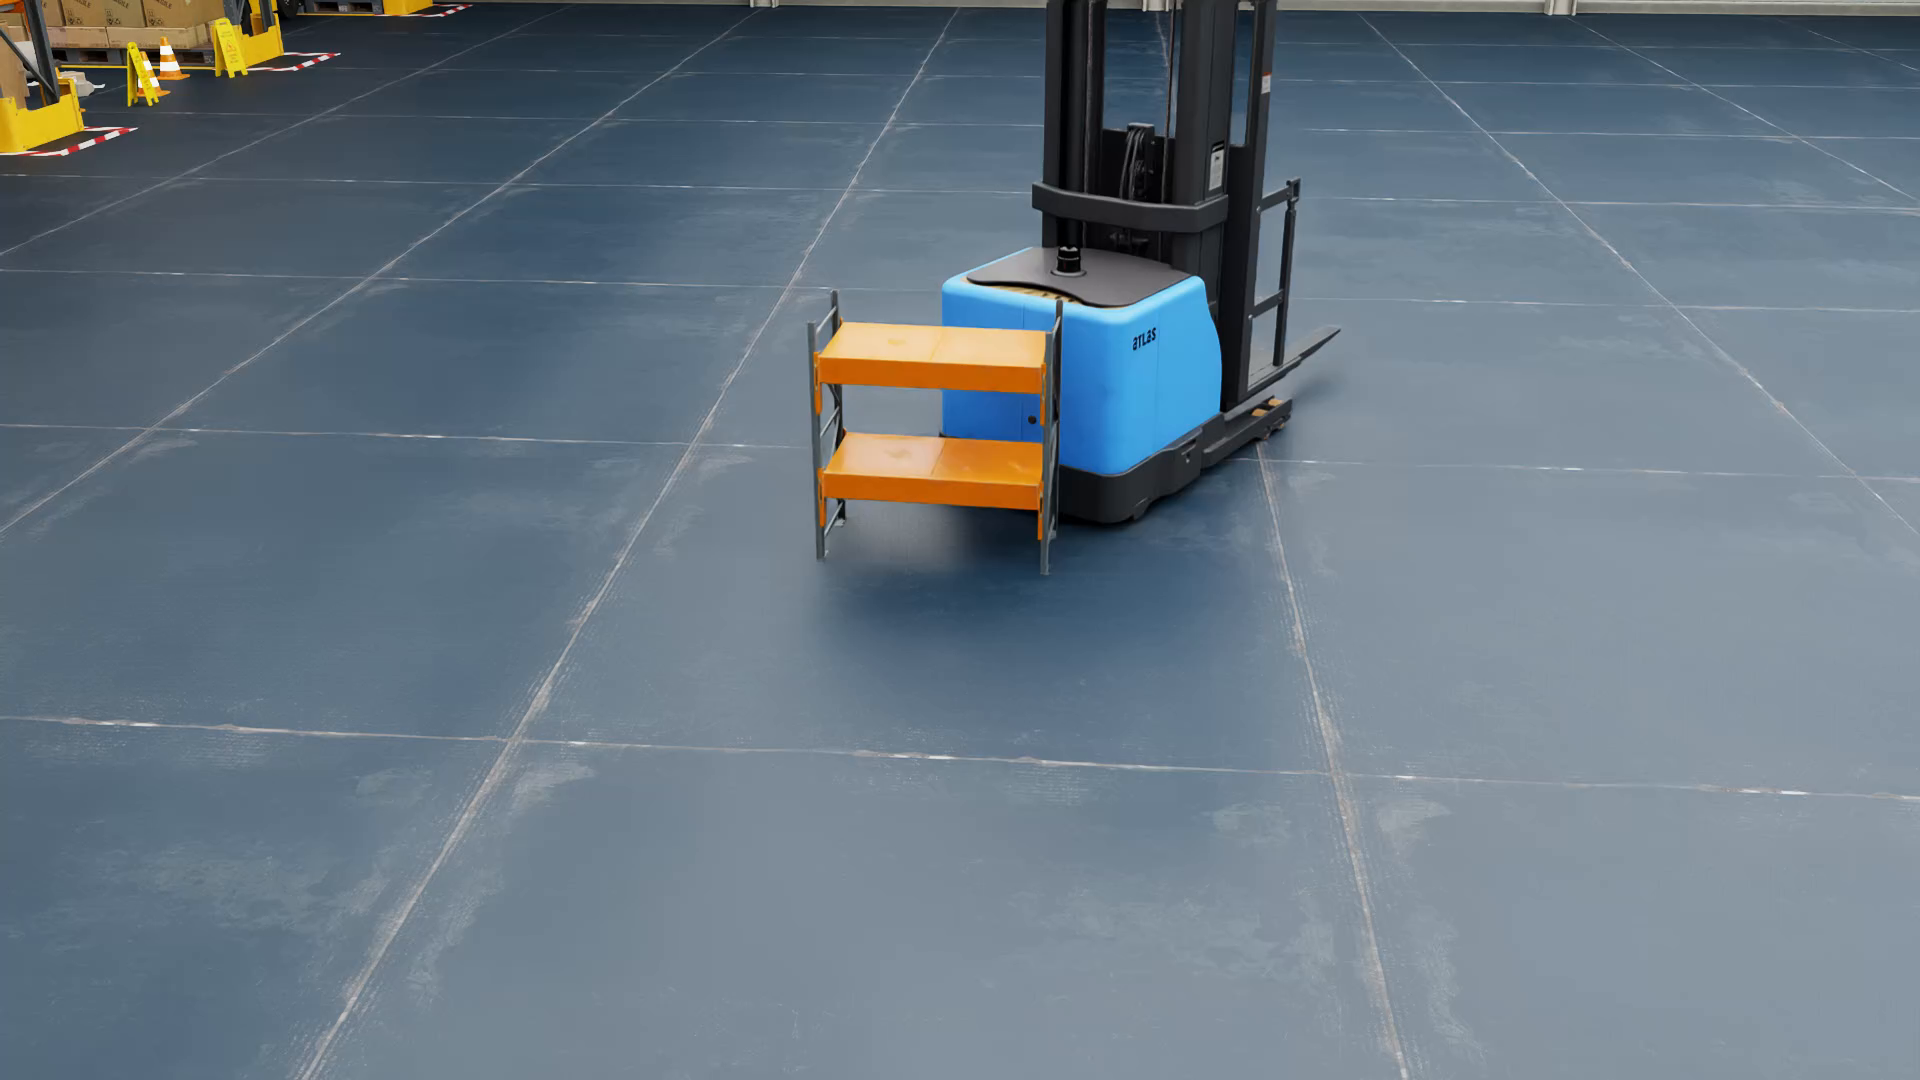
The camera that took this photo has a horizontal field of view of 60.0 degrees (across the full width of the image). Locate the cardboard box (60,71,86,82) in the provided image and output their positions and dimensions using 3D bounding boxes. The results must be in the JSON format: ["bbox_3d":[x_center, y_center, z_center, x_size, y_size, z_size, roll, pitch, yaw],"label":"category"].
[{"bbox_3d":[-10.210,-5.233,18.945,0.250,0.149,0.380,16,29,31],"label":"cardboard box"}]

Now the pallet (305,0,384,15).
[{"bbox_3d":[-9.139,-8.137,25.182,1.213,0.211,1.003,2,25,4],"label":"pallet"}]

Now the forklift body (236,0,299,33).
[{"bbox_3d":[-10.403,-8.312,23.240,1.214,2.155,2.313,2,25,4],"label":"forklift body"}]

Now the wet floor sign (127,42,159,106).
[{"bbox_3d":[-8.847,-5.017,17.880,0.232,0.644,0.267,-2,25,-5],"label":"wet floor sign"}]

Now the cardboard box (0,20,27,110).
[{"bbox_3d":[-9.709,-4.481,15.940,0.875,0.875,0.875,2,25,4],"label":"cardboard box"}]

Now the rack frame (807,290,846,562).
[{"bbox_3d":[-0.598,-0.516,7.526,0.032,1.125,0.500,4,25,8],"label":"rack frame"}]

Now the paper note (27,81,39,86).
[{"bbox_3d":[-10.680,-5.264,19.168,0.142,0.019,0.148,11,27,22],"label":"paper note"}]

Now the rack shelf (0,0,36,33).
[{"bbox_3d":[-11.022,-4.999,15.886,4.000,0.370,1.077,2,25,4],"label":"rack shelf"}]

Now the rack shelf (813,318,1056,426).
[{"bbox_3d":[-0.095,-0.751,7.335,1.000,0.278,0.538,4,25,8],"label":"rack shelf"}]

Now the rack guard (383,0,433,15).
[{"bbox_3d":[-8.349,-8.261,25.104,0.348,0.500,1.175,2,25,4],"label":"rack guard"}]

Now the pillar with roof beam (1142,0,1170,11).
[{"bbox_3d":[2.637,-10.342,19.460,0.400,9.000,9.100,2,25,4],"label":"pillar with roof beam"}]

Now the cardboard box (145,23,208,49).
[{"bbox_3d":[-9.600,-6.184,20.388,0.500,0.250,0.500,2,25,4],"label":"cardboard box"}]

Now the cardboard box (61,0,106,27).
[{"bbox_3d":[-10.591,-6.562,20.312,0.500,0.500,0.500,1,25,3],"label":"cardboard box"}]

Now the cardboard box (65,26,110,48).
[{"bbox_3d":[-10.614,-6.218,20.461,0.500,0.250,0.500,1,25,2],"label":"cardboard box"}]

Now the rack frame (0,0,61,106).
[{"bbox_3d":[-9.028,-5.262,15.597,0.127,3.000,1.000,2,25,4],"label":"rack frame"}]

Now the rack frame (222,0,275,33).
[{"bbox_3d":[-8.749,-7.328,20.087,0.127,3.000,1.000,2,25,4],"label":"rack frame"}]

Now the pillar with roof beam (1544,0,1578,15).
[{"bbox_3d":[8.619,-10.150,19.043,0.400,9.000,9.100,2,25,4],"label":"pillar with roof beam"}]

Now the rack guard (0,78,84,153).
[{"bbox_3d":[-9.004,-4.125,16.117,0.348,0.500,1.175,2,25,4],"label":"rack guard"}]

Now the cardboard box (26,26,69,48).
[{"bbox_3d":[-11.108,-6.238,20.505,0.500,0.250,0.500,2,25,3],"label":"cardboard box"}]

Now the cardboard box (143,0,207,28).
[{"bbox_3d":[-9.568,-6.527,20.237,0.500,0.500,0.500,2,25,4],"label":"cardboard box"}]

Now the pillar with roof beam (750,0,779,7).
[{"bbox_3d":[-3.345,-10.534,19.878,0.400,9.000,9.100,2,25,4],"label":"pillar with roof beam"}]

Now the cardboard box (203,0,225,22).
[{"bbox_3d":[-9.556,-6.752,20.725,0.500,0.500,0.500,1,25,2],"label":"cardboard box"}]

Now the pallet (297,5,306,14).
[{"bbox_3d":[-10.352,-8.177,25.269,1.213,0.211,1.003,2,25,4],"label":"pallet"}]

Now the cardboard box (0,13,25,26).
[{"bbox_3d":[-11.635,-6.595,20.383,0.500,0.500,0.500,3,25,6],"label":"cardboard box"}]

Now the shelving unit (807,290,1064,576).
[{"bbox_3d":[-0.095,-0.485,7.458,1.048,1.125,0.538,4,25,8],"label":"shelving unit"}]

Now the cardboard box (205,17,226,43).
[{"bbox_3d":[-9.532,-6.411,20.881,0.500,0.250,0.500,2,25,4],"label":"cardboard box"}]

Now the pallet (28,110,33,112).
[{"bbox_3d":[-9.831,-3.988,16.164,1.213,0.211,1.003,2,25,4],"label":"pallet"}]

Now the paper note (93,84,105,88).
[{"bbox_3d":[-9.844,-5.180,18.971,0.142,0.019,0.148,-7,26,-14],"label":"paper note"}]

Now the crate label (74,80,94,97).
[{"bbox_3d":[-9.811,-5.030,18.517,0.298,0.136,0.250,-11,27,-23],"label":"crate label"}]

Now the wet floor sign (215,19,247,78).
[{"bbox_3d":[-8.642,-5.806,19.597,0.232,0.644,0.267,11,27,22],"label":"wet floor sign"}]

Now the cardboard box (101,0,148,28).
[{"bbox_3d":[-10.089,-6.543,20.270,0.500,0.500,0.500,3,25,6],"label":"cardboard box"}]

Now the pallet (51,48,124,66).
[{"bbox_3d":[-10.846,-6.145,20.851,1.213,0.211,1.003,2,25,4],"label":"pallet"}]

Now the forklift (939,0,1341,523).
[{"bbox_3d":[1.152,-1.971,8.526,1.130,2.935,3.031,16,29,31],"label":"forklift"}]

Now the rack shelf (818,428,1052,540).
[{"bbox_3d":[-0.095,-0.263,7.560,1.000,0.278,0.538,4,25,8],"label":"rack shelf"}]

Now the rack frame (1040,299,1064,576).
[{"bbox_3d":[0.408,-0.453,7.389,0.032,1.125,0.500,4,25,8],"label":"rack frame"}]

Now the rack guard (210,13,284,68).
[{"bbox_3d":[-8.825,-6.195,20.615,0.348,0.500,1.175,2,25,4],"label":"rack guard"}]

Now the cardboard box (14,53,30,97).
[{"bbox_3d":[-10.694,-5.195,18.438,0.637,0.503,0.797,-17,30,-32],"label":"cardboard box"}]

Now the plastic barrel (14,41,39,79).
[{"bbox_3d":[-10.925,-5.593,19.398,0.421,0.421,0.512,22,33,39],"label":"plastic barrel"}]

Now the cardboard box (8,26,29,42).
[{"bbox_3d":[-11.637,-6.254,20.540,0.500,0.250,0.500,3,25,7],"label":"cardboard box"}]

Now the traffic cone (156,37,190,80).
[{"bbox_3d":[-9.277,-5.652,19.479,0.334,0.463,0.336,2,25,4],"label":"traffic cone"}]

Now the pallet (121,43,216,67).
[{"bbox_3d":[-9.632,-6.104,20.764,1.213,0.211,1.003,2,25,4],"label":"pallet"}]

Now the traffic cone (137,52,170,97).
[{"bbox_3d":[-9.023,-5.178,18.450,0.334,0.463,0.336,2,25,4],"label":"traffic cone"}]

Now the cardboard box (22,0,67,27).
[{"bbox_3d":[-11.119,-6.577,20.346,0.500,0.500,0.500,3,25,7],"label":"cardboard box"}]

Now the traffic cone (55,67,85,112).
[{"bbox_3d":[-9.448,-4.718,17.450,0.334,0.463,0.336,2,25,4],"label":"traffic cone"}]

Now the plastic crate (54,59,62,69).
[{"bbox_3d":[-11.235,-5.738,20.124,0.583,0.080,0.402,-7,26,-14],"label":"plastic crate"}]

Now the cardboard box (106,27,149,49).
[{"bbox_3d":[-10.092,-6.203,20.430,0.500,0.250,0.500,2,25,4],"label":"cardboard box"}]
